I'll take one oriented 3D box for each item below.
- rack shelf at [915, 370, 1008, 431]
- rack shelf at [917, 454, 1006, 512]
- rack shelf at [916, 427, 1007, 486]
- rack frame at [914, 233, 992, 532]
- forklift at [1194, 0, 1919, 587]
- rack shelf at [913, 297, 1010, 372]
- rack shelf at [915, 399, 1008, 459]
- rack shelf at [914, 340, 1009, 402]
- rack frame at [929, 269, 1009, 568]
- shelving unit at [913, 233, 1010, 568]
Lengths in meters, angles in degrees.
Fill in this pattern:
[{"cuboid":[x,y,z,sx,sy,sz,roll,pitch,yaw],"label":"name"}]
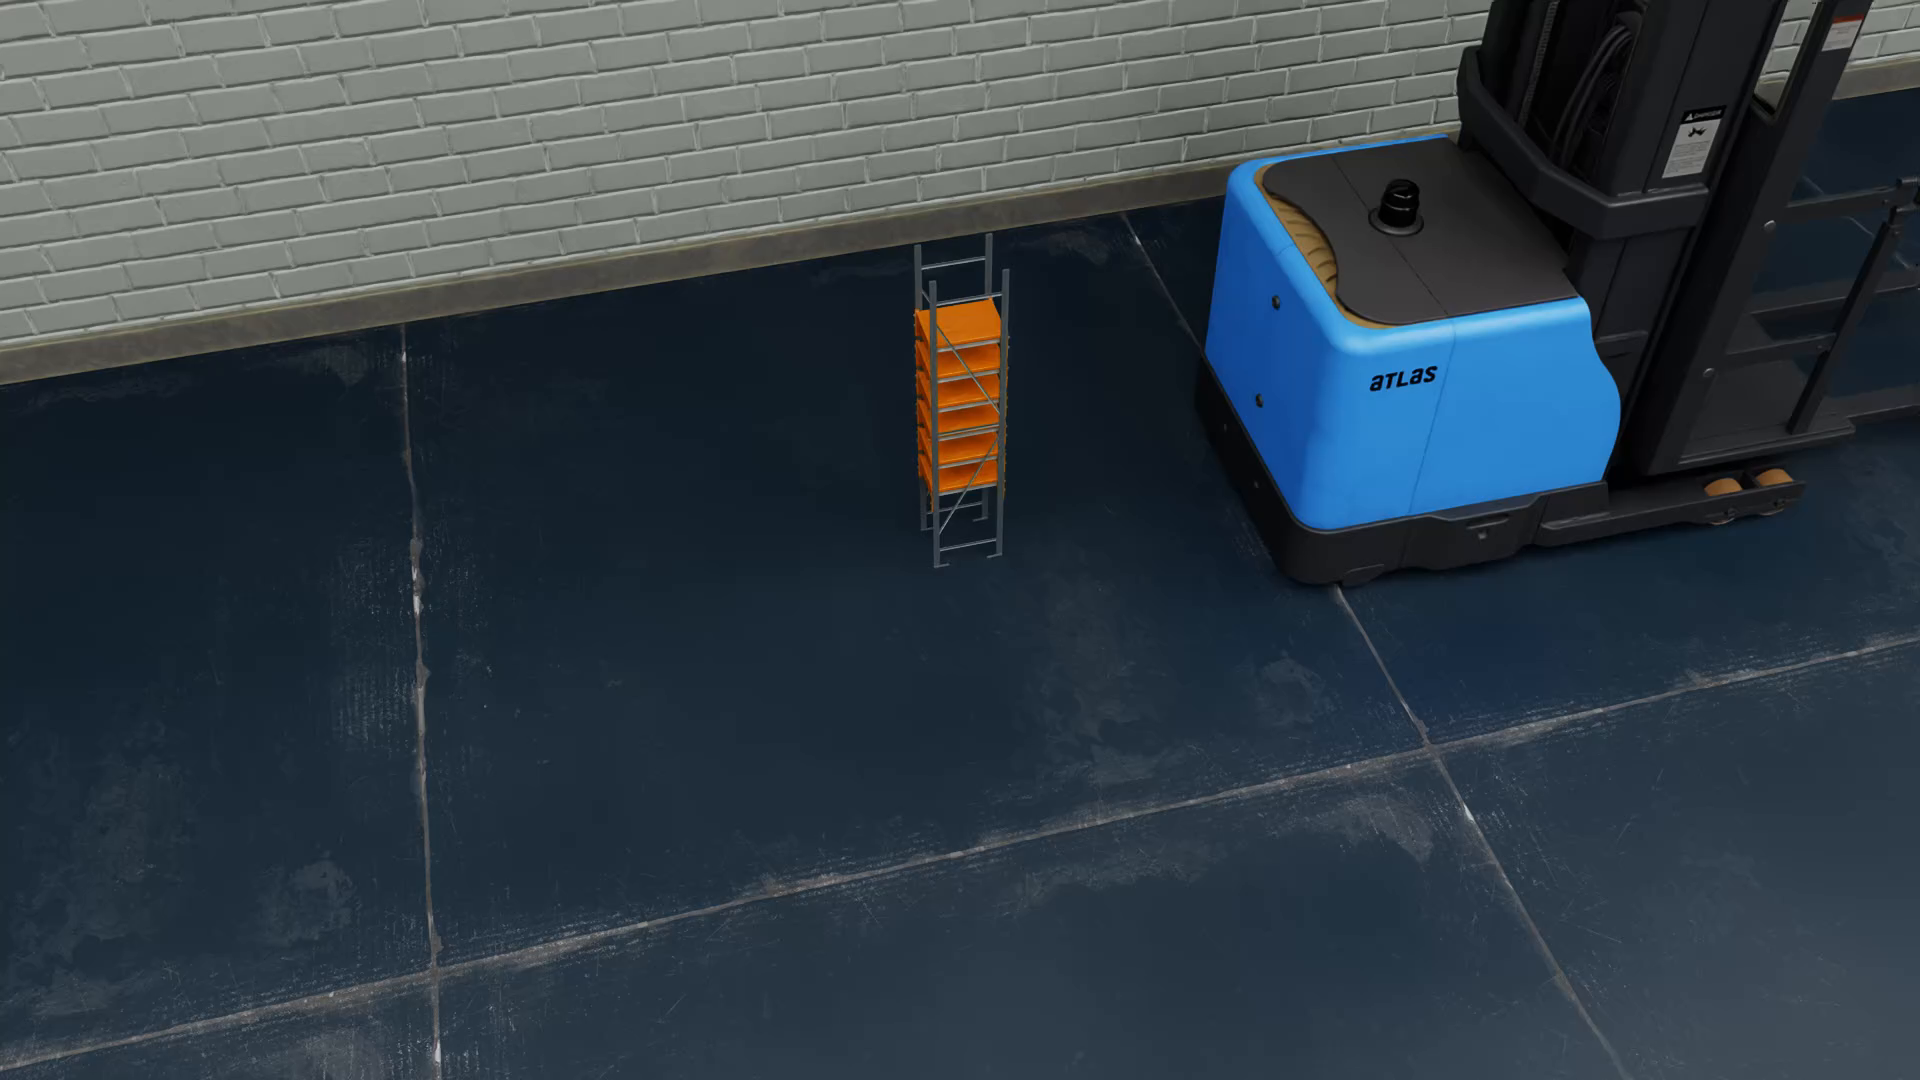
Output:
[{"cuboid":[0.004,-0.463,5.258,0.258,0.103,0.180,-11,47,-10],"label":"rack shelf"},{"cuboid":[0.004,-0.211,5.515,0.258,0.103,0.180,-11,47,-10],"label":"rack shelf"},{"cuboid":[0.004,-0.295,5.429,0.258,0.103,0.180,-11,47,-10],"label":"rack shelf"},{"cuboid":[-0.020,-0.473,5.374,0.240,1.200,0.006,-11,47,-10],"label":"rack frame"},{"cuboid":[2.440,-1.437,5.106,3.031,2.935,1.130,-10,46,-10],"label":"forklift"},{"cuboid":[0.004,-0.631,5.086,0.258,0.103,0.180,-11,47,-10],"label":"rack shelf"},{"cuboid":[0.004,-0.379,5.343,0.258,0.103,0.180,-11,47,-10],"label":"rack shelf"},{"cuboid":[0.004,-0.547,5.172,0.258,0.103,0.180,-11,47,-10],"label":"rack shelf"},{"cuboid":[0.027,-0.347,5.250,0.240,1.200,0.006,-11,47,-10],"label":"rack frame"},{"cuboid":[0.004,-0.410,5.312,0.258,1.200,0.189,-11,47,-10],"label":"shelving unit"}]
